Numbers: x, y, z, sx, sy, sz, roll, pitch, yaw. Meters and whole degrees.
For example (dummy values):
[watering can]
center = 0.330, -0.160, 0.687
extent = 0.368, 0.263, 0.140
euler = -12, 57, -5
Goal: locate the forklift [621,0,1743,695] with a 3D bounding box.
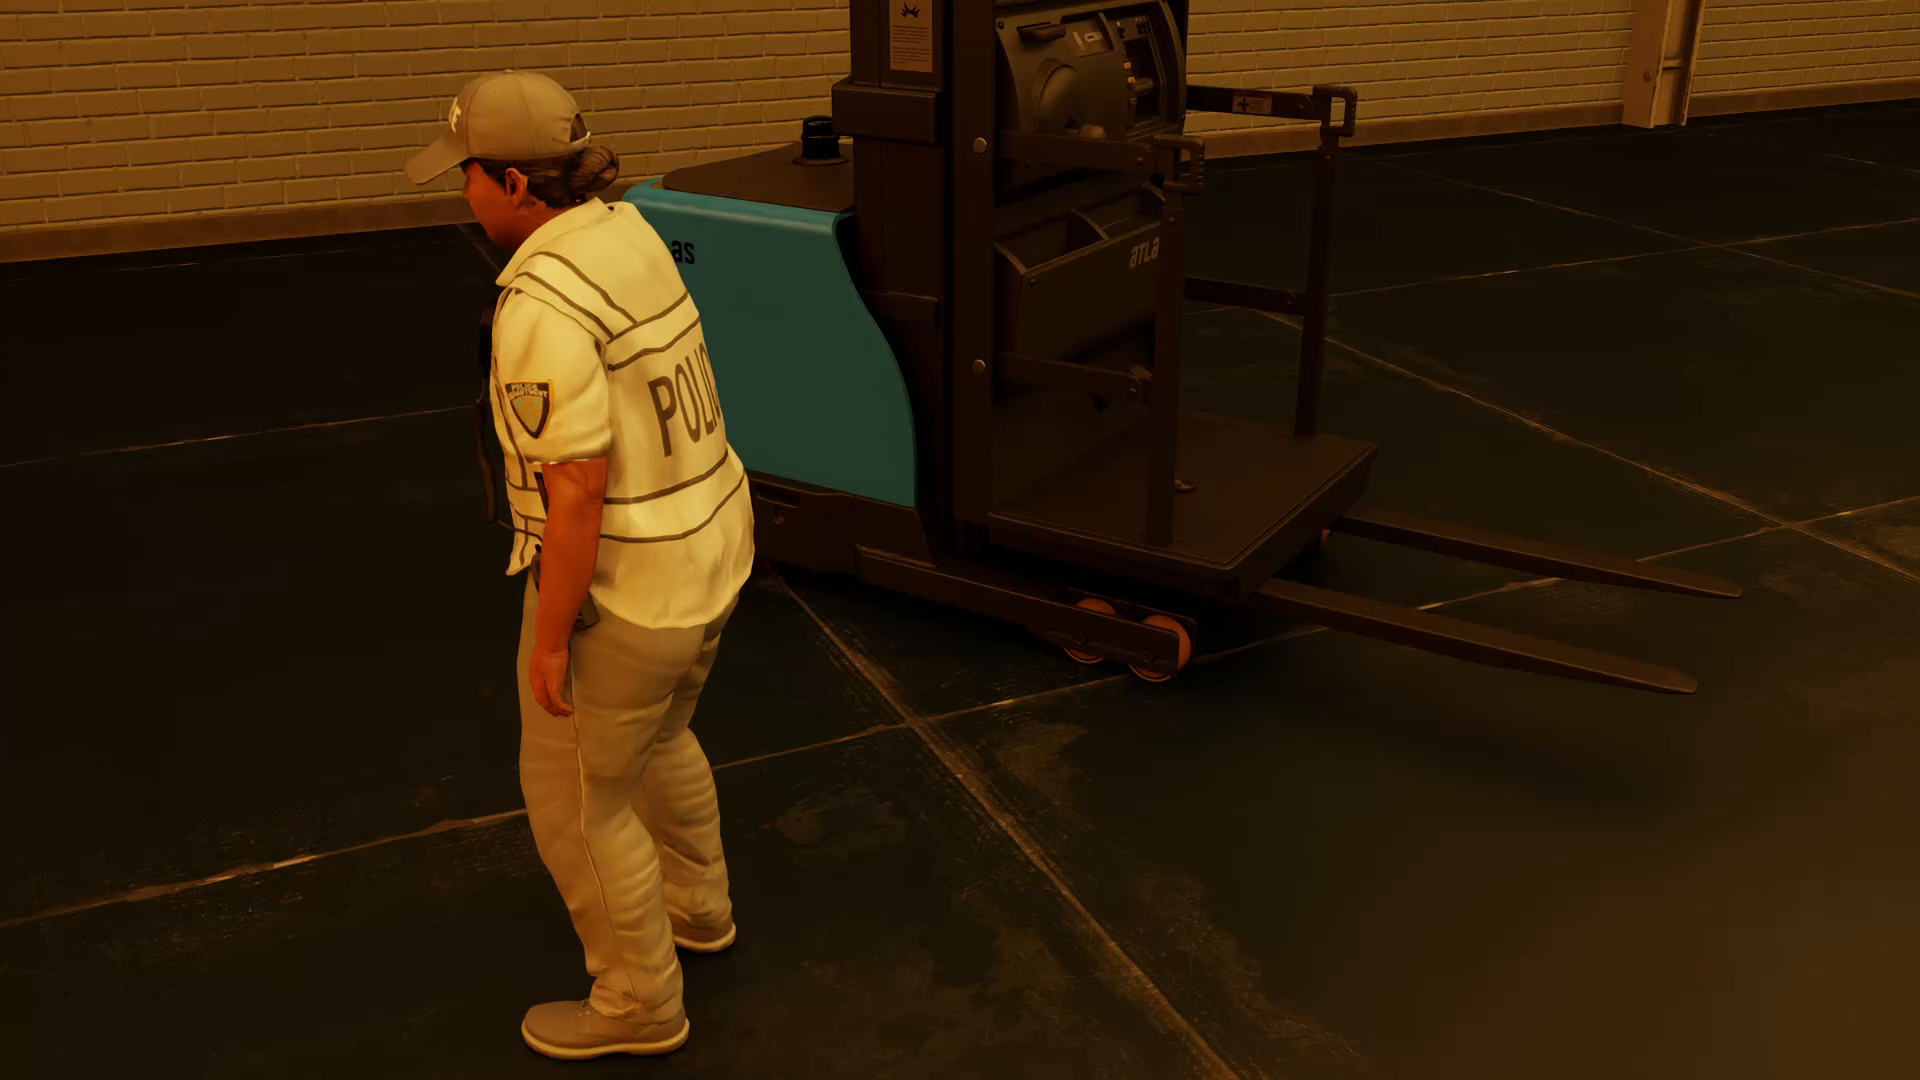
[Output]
[forklift]
center = 0.533, -1.225, 4.234
extent = 3.031, 2.935, 1.130
euler = 14, 26, 30

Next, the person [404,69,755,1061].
[person]
center = -0.592, 0.071, 2.769
extent = 0.470, 1.664, 0.550
euler = 4, 23, 10
